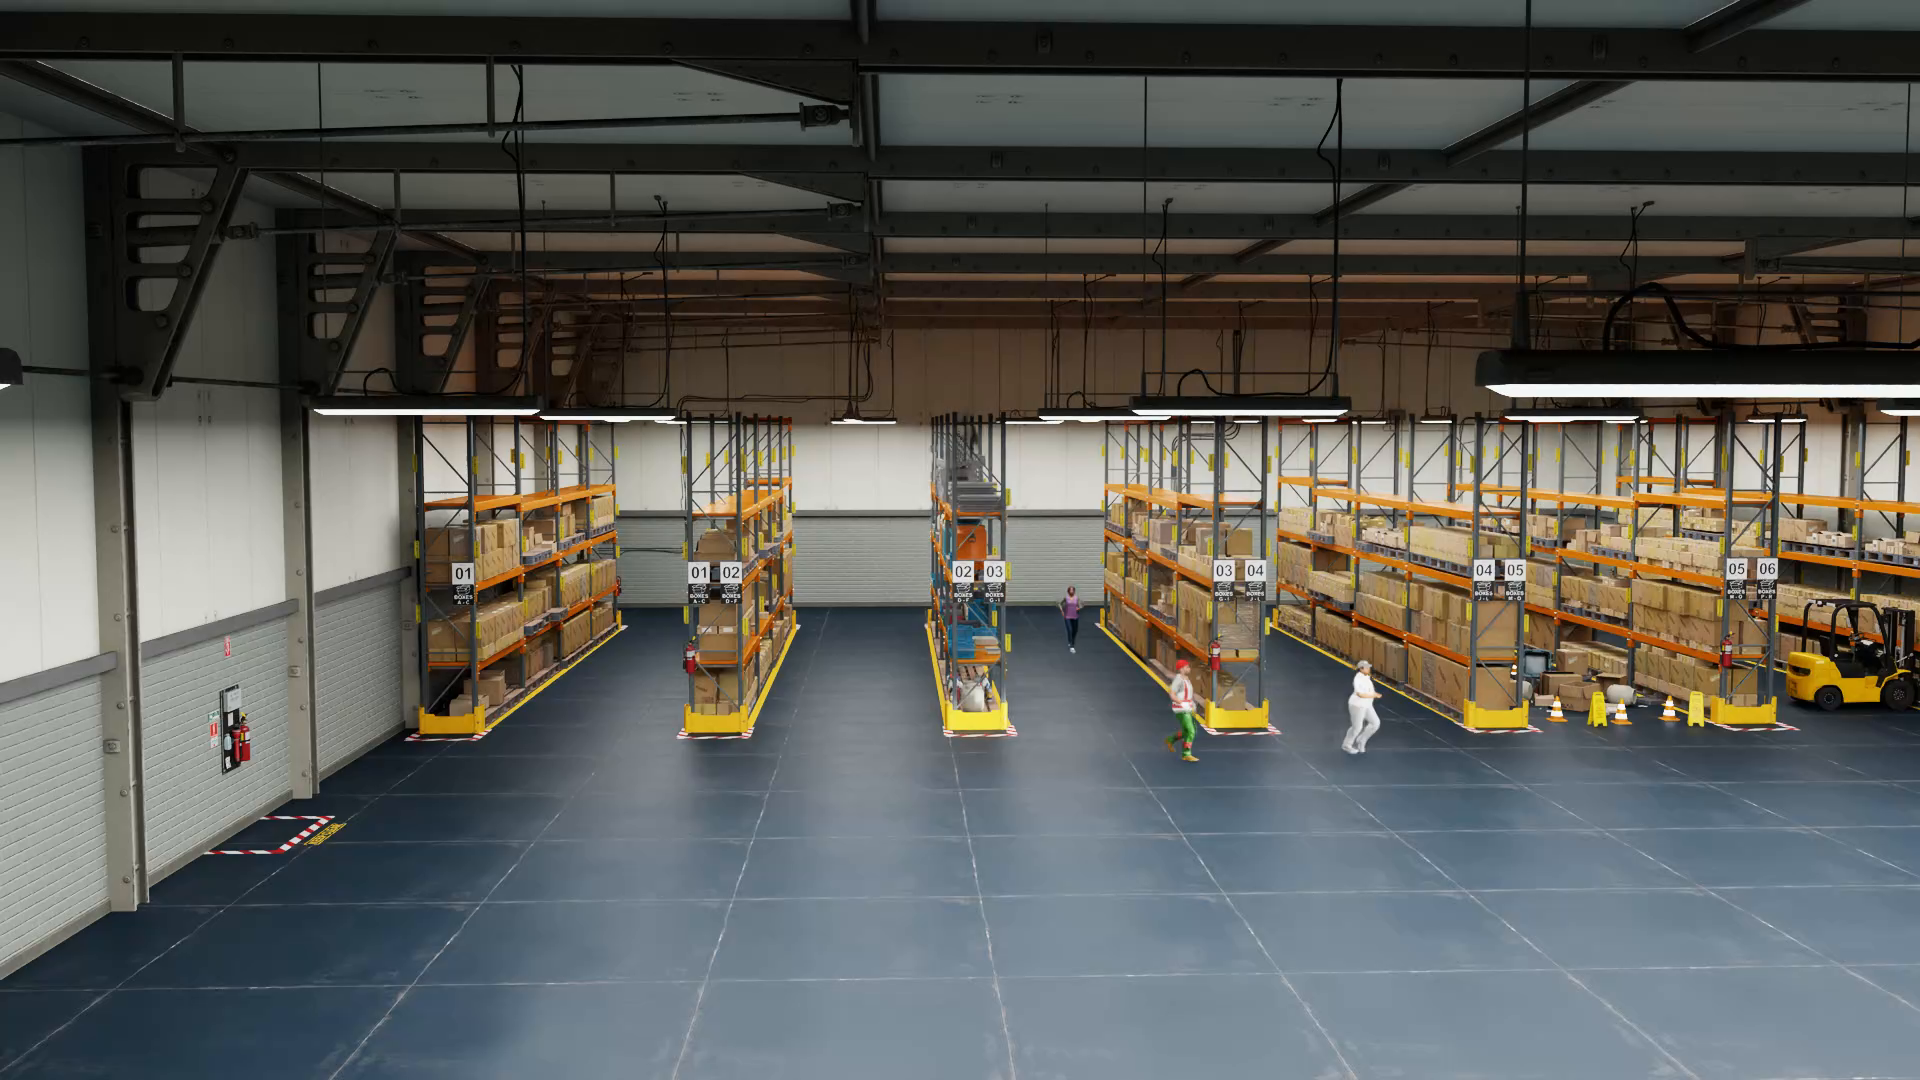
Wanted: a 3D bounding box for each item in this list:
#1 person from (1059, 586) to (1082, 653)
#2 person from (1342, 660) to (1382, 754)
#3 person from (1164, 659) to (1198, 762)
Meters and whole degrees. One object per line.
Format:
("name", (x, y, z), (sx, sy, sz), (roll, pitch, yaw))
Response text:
("person", (2.684, 1.898, 40.118), (0.545, 1.587, 0.793), (-1, 4, -9))
("person", (7.033, 2.927, 29.039), (0.700, 1.677, 0.575), (3, 5, 39))
("person", (3.771, 2.912, 28.496), (0.642, 1.745, 0.687), (2, 4, 23))
